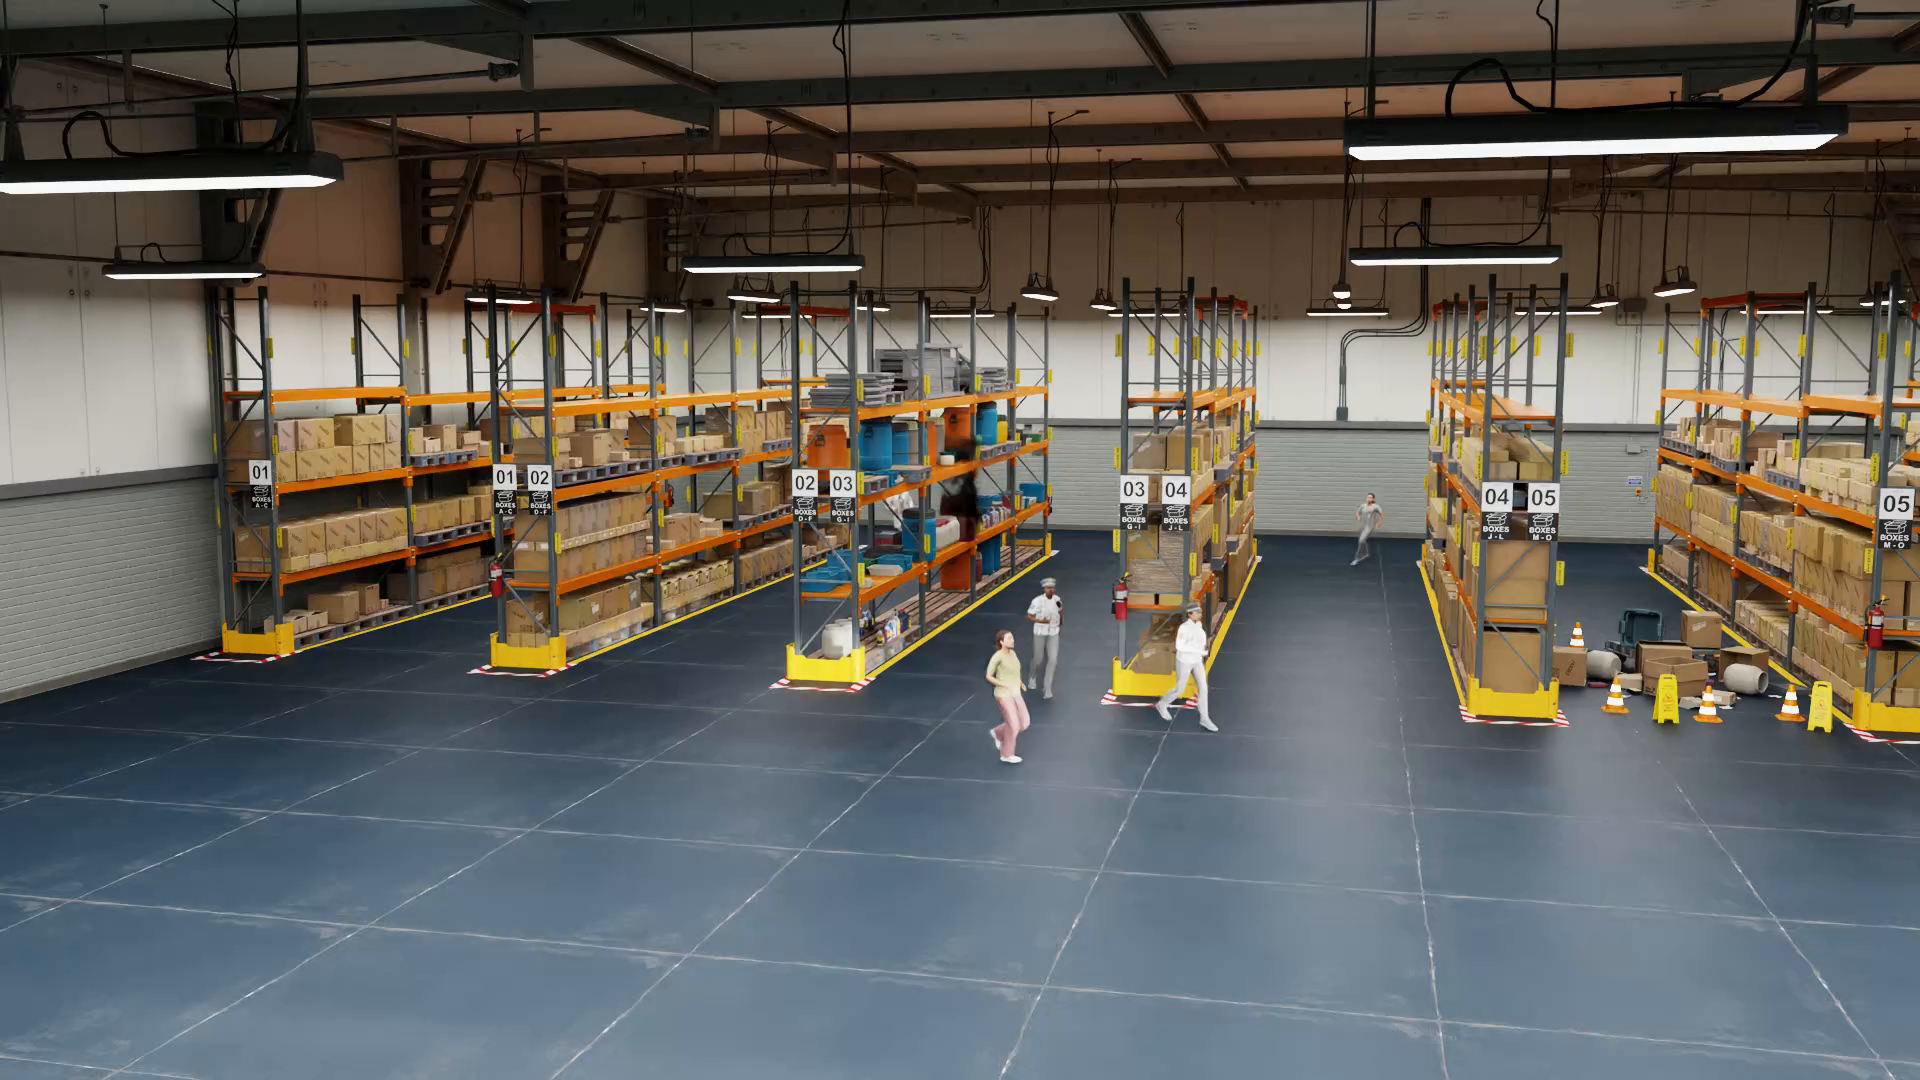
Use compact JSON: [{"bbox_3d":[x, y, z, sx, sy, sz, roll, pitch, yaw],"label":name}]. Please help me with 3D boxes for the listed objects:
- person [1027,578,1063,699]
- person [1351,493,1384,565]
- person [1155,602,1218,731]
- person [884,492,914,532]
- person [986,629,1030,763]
[{"bbox_3d":[1.247,1.397,24.157,0.603,1.745,0.799,-1,7,-13],"label":"person"},{"bbox_3d":[9.483,-0.270,38.767,0.842,1.684,0.643,-6,9,-44],"label":"person"},{"bbox_3d":[3.009,1.632,22.018,0.583,1.691,0.935,-6,9,-42],"label":"person"},{"bbox_3d":[-1.505,-0.571,41.180,0.749,1.725,0.743,-3,7,-22],"label":"person"},{"bbox_3d":[0.556,1.883,20.185,0.566,1.620,0.577,6,9,40],"label":"person"}]
